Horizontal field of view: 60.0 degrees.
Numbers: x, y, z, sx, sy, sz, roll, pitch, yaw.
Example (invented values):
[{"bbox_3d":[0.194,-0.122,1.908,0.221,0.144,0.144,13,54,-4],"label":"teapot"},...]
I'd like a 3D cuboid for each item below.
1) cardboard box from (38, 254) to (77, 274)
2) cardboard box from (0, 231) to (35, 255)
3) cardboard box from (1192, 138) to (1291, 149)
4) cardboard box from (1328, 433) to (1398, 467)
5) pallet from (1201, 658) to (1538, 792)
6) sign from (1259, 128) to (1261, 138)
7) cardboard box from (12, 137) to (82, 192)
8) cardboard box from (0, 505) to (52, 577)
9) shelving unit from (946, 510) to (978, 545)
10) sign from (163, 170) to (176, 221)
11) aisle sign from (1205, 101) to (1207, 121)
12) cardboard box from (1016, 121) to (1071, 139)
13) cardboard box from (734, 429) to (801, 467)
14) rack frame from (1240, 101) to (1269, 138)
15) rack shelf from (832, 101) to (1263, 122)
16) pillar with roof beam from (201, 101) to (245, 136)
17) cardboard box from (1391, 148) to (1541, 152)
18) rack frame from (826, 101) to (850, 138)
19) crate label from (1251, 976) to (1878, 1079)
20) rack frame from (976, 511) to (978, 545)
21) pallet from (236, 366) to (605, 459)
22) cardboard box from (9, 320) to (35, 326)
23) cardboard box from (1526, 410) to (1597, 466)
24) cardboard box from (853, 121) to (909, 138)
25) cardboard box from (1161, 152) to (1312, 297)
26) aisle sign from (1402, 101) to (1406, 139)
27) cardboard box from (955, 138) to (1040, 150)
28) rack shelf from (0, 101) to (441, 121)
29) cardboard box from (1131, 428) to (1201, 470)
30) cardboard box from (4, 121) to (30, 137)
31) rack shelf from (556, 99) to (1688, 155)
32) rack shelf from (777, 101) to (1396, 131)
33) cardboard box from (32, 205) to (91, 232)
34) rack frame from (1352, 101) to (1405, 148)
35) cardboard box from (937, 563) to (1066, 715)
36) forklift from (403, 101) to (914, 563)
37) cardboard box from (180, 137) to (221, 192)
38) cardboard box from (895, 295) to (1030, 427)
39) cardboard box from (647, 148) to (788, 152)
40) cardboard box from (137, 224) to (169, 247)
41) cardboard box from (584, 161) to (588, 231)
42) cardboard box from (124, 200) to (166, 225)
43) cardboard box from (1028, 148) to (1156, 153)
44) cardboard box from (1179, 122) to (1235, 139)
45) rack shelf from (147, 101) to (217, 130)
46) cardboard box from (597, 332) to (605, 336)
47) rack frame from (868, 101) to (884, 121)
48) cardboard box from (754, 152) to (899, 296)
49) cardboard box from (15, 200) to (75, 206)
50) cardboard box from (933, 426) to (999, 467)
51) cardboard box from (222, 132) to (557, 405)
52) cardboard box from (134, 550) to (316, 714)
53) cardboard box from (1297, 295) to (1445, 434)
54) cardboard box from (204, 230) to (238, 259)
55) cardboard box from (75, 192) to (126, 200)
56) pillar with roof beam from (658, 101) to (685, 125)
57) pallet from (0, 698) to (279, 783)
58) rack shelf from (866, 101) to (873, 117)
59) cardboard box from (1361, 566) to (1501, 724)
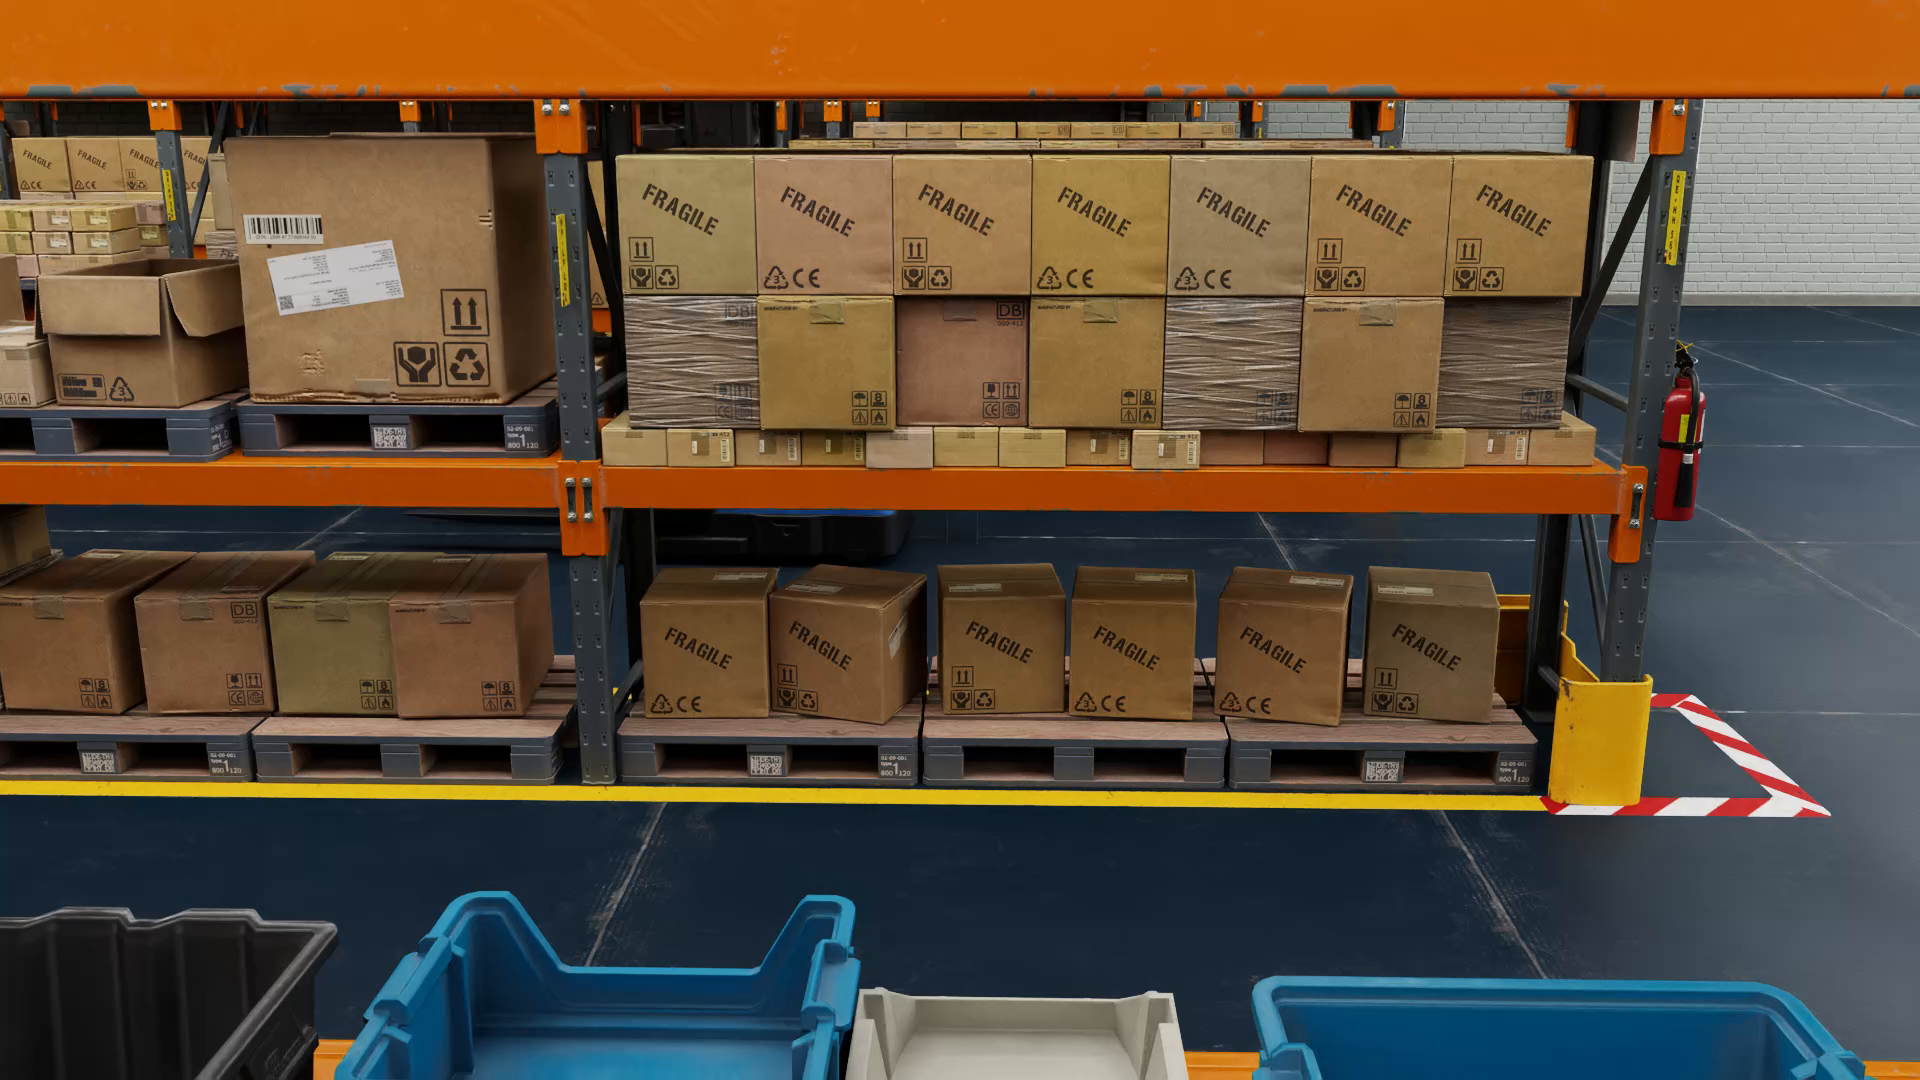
[{"bbox_3d":[-5.954,-1.856,11.165,0.250,0.149,0.380,0,15,1],"label":"cardboard box"},{"bbox_3d":[-6.236,-2.002,11.132,0.250,0.149,0.380,1,15,3],"label":"cardboard box"},{"bbox_3d":[1.874,-2.422,11.227,0.550,0.550,0.875,0,15,1],"label":"cardboard box"},{"bbox_3d":[1.528,-0.394,6.445,0.250,0.149,0.380,0,15,1],"label":"cardboard box"},{"bbox_3d":[1.682,0.763,7.033,1.213,0.211,1.003,0,15,1],"label":"pallet"},{"bbox_3d":[2.788,-3.669,15.477,0.005,0.325,0.100,0,15,1],"label":"sign"},{"bbox_3d":[-8.742,-3.631,16.068,0.500,0.500,0.500,1,15,2],"label":"cardboard box"},{"bbox_3d":[-4.227,0.009,6.995,0.500,0.250,0.500,2,15,8],"label":"cardboard box"},{"bbox_3d":[0.014,-0.580,10.187,0.189,1.200,0.258,0,15,1],"label":"shelving unit"},{"bbox_3d":[-5.205,-2.270,10.949,0.005,0.325,0.100,0,15,1],"label":"sign"},{"bbox_3d":[3.003,-5.545,20.381,0.004,0.787,0.394,0,15,1],"label":"aisle sign"},{"bbox_3d":[0.792,-3.742,15.903,0.500,0.500,0.700,0,15,1],"label":"cardboard box"},{"bbox_3d":[-0.722,-0.397,6.458,0.250,0.149,0.380,0,15,1],"label":"cardboard box"},{"bbox_3d":[2.822,-3.098,16.201,0.127,3.000,1.000,0,15,1],"label":"rack frame"},{"bbox_3d":[0.823,-4.213,15.959,4.000,0.370,1.077,0,15,1],"label":"rack shelf"},{"bbox_3d":[-9.834,-6.479,17.257,0.400,9.000,9.100,0,15,1],"label":"pillar with roof beam"},{"bbox_3d":[2.026,-1.319,6.720,0.500,0.500,0.500,0,15,1],"label":"cardboard box"},{"bbox_3d":[-1.177,-3.124,16.299,0.127,3.000,1.000,0,15,1],"label":"rack frame"},{"bbox_3d":[0.596,0.733,1.614,0.616,0.435,0.502,0,15,1],"label":"crate label"},{"bbox_3d":[0.106,-0.579,10.184,0.006,1.200,0.240,0,15,1],"label":"rack frame"},{"bbox_3d":[-2.190,-0.546,6.904,1.213,0.211,1.003,0,15,1],"label":"pallet"},{"bbox_3d":[-3.755,-0.818,7.003,0.258,0.266,0.396,0,15,0],"label":"cardboard box"},{"bbox_3d":[2.279,-0.398,6.461,0.250,0.149,0.380,0,15,1],"label":"cardboard box"},{"bbox_3d":[-0.742,-3.741,15.901,0.500,0.500,0.700,0,15,1],"label":"cardboard box"},{"bbox_3d":[1.013,-1.192,6.240,0.500,0.500,0.500,0,15,1],"label":"cardboard box"},{"bbox_3d":[2.860,-3.015,10.790,0.004,0.787,0.394,0,15,1],"label":"aisle sign"},{"bbox_3d":[0.255,-2.432,11.265,0.550,0.550,0.875,0,15,1],"label":"cardboard box"},{"bbox_3d":[-7.175,-4.265,16.157,4.000,0.370,1.077,0,15,1],"label":"rack shelf"},{"bbox_3d":[0.777,-0.381,6.397,0.250,0.149,0.380,0,15,1],"label":"cardboard box"},{"bbox_3d":[-9.483,-4.089,16.532,0.250,0.149,0.380,0,15,1],"label":"cardboard box"},{"bbox_3d":[0.570,-1.686,6.380,4.000,0.370,1.077,0,15,1],"label":"rack shelf"},{"bbox_3d":[0.797,-2.950,11.172,4.000,0.370,1.077,0,15,1],"label":"rack shelf"},{"bbox_3d":[-5.953,-2.144,11.091,0.250,0.149,0.380,0,15,1],"label":"cardboard box"},{"bbox_3d":[2.797,-1.835,11.413,0.127,3.000,1.000,0,15,1],"label":"rack frame"},{"bbox_3d":[0.164,0.408,6.991,0.500,0.500,0.500,-1,15,-4],"label":"cardboard box"},{"bbox_3d":[-1.839,-1.415,9.957,3.031,2.935,1.130,1,15,4],"label":"forklift"},{"bbox_3d":[-7.214,-3.629,16.061,0.500,0.500,0.500,0,15,1],"label":"cardboard box"},{"bbox_3d":[0.020,-0.780,6.637,0.500,0.500,0.875,0,15,1],"label":"cardboard box"},{"bbox_3d":[-0.973,-1.339,6.797,0.500,0.500,0.500,0,15,1],"label":"cardboard box"},{"bbox_3d":[-5.679,-2.166,11.757,0.250,0.149,0.380,1,15,4],"label":"cardboard box"},{"bbox_3d":[-2.718,-2.400,11.402,0.500,0.500,0.700,0,15,2],"label":"cardboard box"},{"bbox_3d":[-5.662,-2.308,11.712,0.250,0.149,0.380,0,15,2],"label":"cardboard box"},{"bbox_3d":[0.527,-1.329,6.757,0.500,0.500,0.500,0,15,1],"label":"cardboard box"},{"bbox_3d":[2.306,-3.721,15.824,0.500,0.500,0.700,0,15,0],"label":"cardboard box"},{"bbox_3d":[-7.200,-3.002,11.369,4.000,0.370,1.077,0,15,1],"label":"rack shelf"},{"bbox_3d":[-3.873,-2.073,16.646,0.625,0.372,0.950,0,15,0],"label":"cardboard box"},{"bbox_3d":[-1.054,-4.389,21.097,0.127,3.000,1.000,0,15,1],"label":"rack frame"},{"bbox_3d":[-0.487,-1.201,6.274,0.500,0.500,0.500,0,15,1],"label":"cardboard box"},{"bbox_3d":[-6.436,-2.314,11.734,0.250,0.149,0.380,0,15,-1],"label":"cardboard box"},{"bbox_3d":[0.028,-0.395,6.449,0.250,0.149,0.380,0,15,1],"label":"cardboard box"},{"bbox_3d":[-2.220,-1.130,6.745,1.000,1.000,1.000,0,15,2],"label":"cardboard box"},{"bbox_3d":[-3.079,0.379,7.062,0.500,0.500,0.700,-1,15,-3],"label":"cardboard box"},{"bbox_3d":[1.517,-0.746,6.507,0.500,0.500,0.875,0,15,1],"label":"cardboard box"},{"bbox_3d":[-4.759,-1.863,11.326,0.500,0.500,0.500,1,15,2],"label":"cardboard box"},{"bbox_3d":[-8.219,-3.274,16.183,0.500,0.250,0.500,1,15,2],"label":"cardboard box"},{"bbox_3d":[-3.836,-6.440,17.109,0.400,9.000,9.100,0,15,1],"label":"pillar with roof beam"},{"bbox_3d":[-3.431,0.740,7.121,1.213,0.211,1.003,0,15,1],"label":"pallet"},{"bbox_3d":[-3.053,-5.505,20.856,4.000,0.370,1.077,0,15,1],"label":"rack shelf"},{"bbox_3d":[1.945,0.427,6.918,0.500,0.500,0.500,3,15,12],"label":"cardboard box"}]
